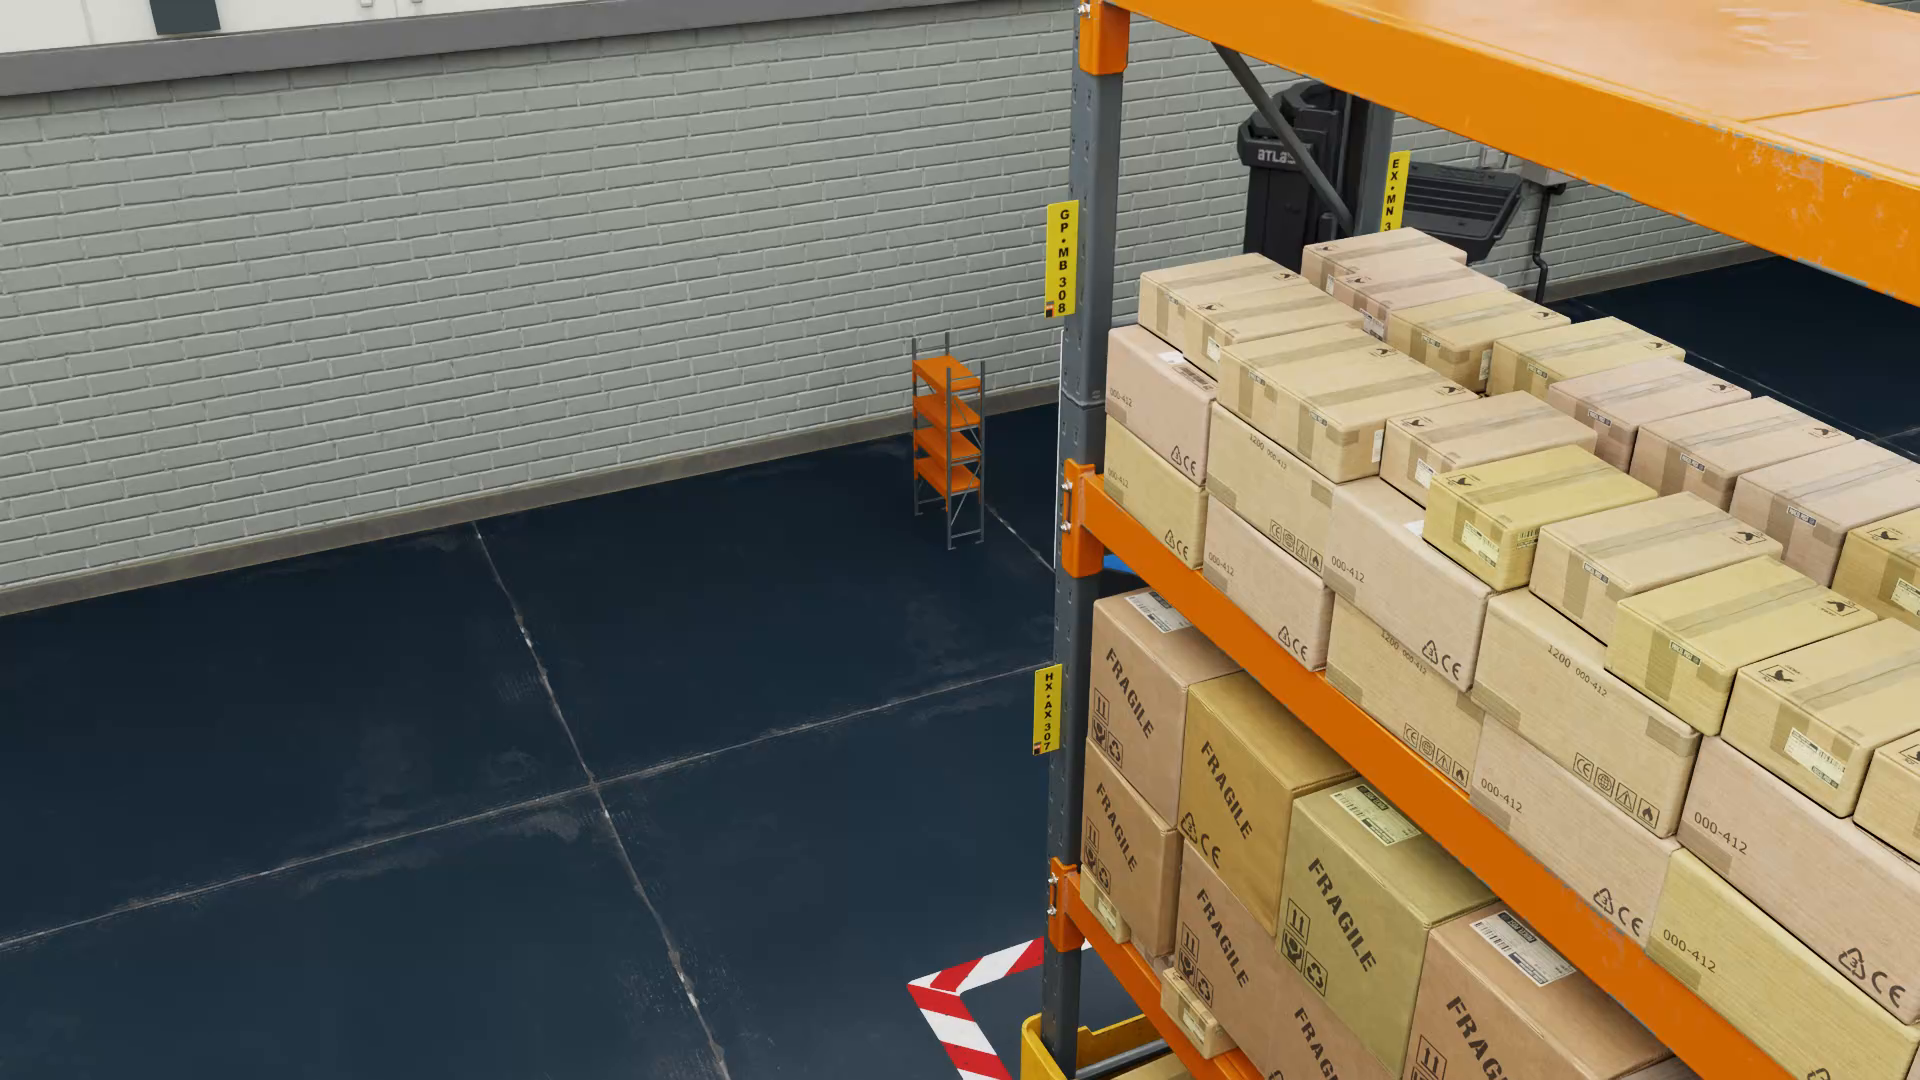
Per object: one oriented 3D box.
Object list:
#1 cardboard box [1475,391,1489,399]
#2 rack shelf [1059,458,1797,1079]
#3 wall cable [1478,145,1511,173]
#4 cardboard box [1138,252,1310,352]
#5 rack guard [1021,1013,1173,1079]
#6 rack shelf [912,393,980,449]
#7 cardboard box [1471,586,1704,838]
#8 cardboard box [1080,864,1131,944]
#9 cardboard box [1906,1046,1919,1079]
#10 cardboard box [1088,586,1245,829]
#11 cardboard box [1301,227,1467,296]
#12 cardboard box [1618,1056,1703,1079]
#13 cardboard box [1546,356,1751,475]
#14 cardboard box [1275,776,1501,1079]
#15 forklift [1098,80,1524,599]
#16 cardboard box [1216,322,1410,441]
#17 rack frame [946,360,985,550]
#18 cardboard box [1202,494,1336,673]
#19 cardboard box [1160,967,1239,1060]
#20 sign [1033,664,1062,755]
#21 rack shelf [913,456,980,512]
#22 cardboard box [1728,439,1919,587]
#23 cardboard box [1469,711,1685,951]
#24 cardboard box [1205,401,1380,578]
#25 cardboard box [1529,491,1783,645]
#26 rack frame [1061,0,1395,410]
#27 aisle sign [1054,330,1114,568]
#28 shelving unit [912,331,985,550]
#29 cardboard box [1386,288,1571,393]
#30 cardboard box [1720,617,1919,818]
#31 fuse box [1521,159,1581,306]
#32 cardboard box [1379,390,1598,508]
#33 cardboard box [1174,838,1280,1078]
[{"bbox_3d":[1.420,-0.279,4.230,0.500,0.250,0.500,-14,32,-23],"label":"cardboard box"},{"bbox_3d":[1.631,0.695,3.586,1.077,0.370,4.000,-13,32,-22],"label":"rack shelf"},{"bbox_3d":[4.033,-3.510,12.377,0.588,1.984,0.122,-13,32,-22],"label":"wall cable"},{"bbox_3d":[0.705,-0.638,4.461,0.380,0.149,0.250,-13,32,-22],"label":"cardboard box"},{"bbox_3d":[0.805,1.930,6.270,1.175,0.500,0.348,-13,32,-22],"label":"rack guard"},{"bbox_3d":[-0.071,-0.733,9.983,0.258,0.148,0.480,-13,32,-22],"label":"rack shelf"},{"bbox_3d":[1.375,0.273,3.245,0.500,0.250,0.500,-14,32,-24],"label":"cardboard box"},{"bbox_3d":[0.615,1.127,5.402,0.380,0.149,0.250,-13,32,-22],"label":"cardboard box"},{"bbox_3d":[1.831,0.947,2.554,0.500,0.250,0.500,-13,32,-22],"label":"cardboard box"},{"bbox_3d":[0.725,0.451,4.924,0.500,0.500,0.500,-13,32,-22],"label":"cardboard box"},{"bbox_3d":[1.180,-0.744,4.650,0.380,0.149,0.250,-13,32,-22],"label":"cardboard box"},{"bbox_3d":[1.609,1.356,3.309,0.500,0.500,0.500,-12,32,-21],"label":"cardboard box"},{"bbox_3d":[1.574,-0.283,3.828,0.380,0.149,0.250,-14,32,-23],"label":"cardboard box"},{"bbox_3d":[1.150,0.907,4.111,0.500,0.500,0.500,-14,32,-23],"label":"cardboard box"},{"bbox_3d":[2.213,-0.807,8.665,3.031,2.935,1.130,13,32,22],"label":"forklift"},{"bbox_3d":[0.849,-0.386,4.013,0.380,0.149,0.250,-13,32,-22],"label":"cardboard box"},{"bbox_3d":[0.034,-0.489,9.868,0.240,1.200,0.015,-13,32,-22],"label":"rack frame"},{"bbox_3d":[0.956,0.049,4.156,0.500,0.250,0.500,-12,31,-20],"label":"cardboard box"},{"bbox_3d":[0.829,1.361,4.985,0.380,0.149,0.250,-14,32,-23],"label":"cardboard box"},{"bbox_3d":[0.282,0.542,5.304,0.100,0.325,0.005,-13,32,-22],"label":"sign"},{"bbox_3d":[-0.071,-0.365,10.190,0.258,0.148,0.480,-13,32,-22],"label":"rack shelf"},{"bbox_3d":[1.821,-0.059,3.430,0.380,0.149,0.250,-14,32,-23],"label":"cardboard box"},{"bbox_3d":[1.401,0.504,3.344,0.500,0.250,0.500,-13,32,-22],"label":"cardboard box"},{"bbox_3d":[0.951,-0.176,4.046,0.500,0.250,0.500,-13,32,-23],"label":"cardboard box"},{"bbox_3d":[1.345,0.054,3.227,0.380,0.149,0.250,-12,31,-20],"label":"cardboard box"},{"bbox_3d":[0.772,-1.811,4.251,1.000,3.000,0.127,-13,32,-22],"label":"rack frame"},{"bbox_3d":[0.470,-0.297,5.028,0.394,0.787,0.004,-13,32,-22],"label":"aisle sign"},{"bbox_3d":[-0.071,-0.596,10.060,0.258,1.200,0.503,-13,32,-22],"label":"shelving unit"},{"bbox_3d":[1.308,-0.501,4.217,0.380,0.149,0.250,-14,32,-23],"label":"cardboard box"},{"bbox_3d":[1.529,0.291,2.804,0.380,0.149,0.250,-13,32,-22],"label":"cardboard box"},{"bbox_3d":[4.717,-2.579,13.072,0.539,1.711,0.414,-13,32,-22],"label":"fuse box"},{"bbox_3d":[1.159,-0.187,3.658,0.380,0.149,0.250,-12,31,-21],"label":"cardboard box"},{"bbox_3d":[0.968,1.120,4.752,0.500,0.500,0.500,-13,32,-22],"label":"cardboard box"}]
